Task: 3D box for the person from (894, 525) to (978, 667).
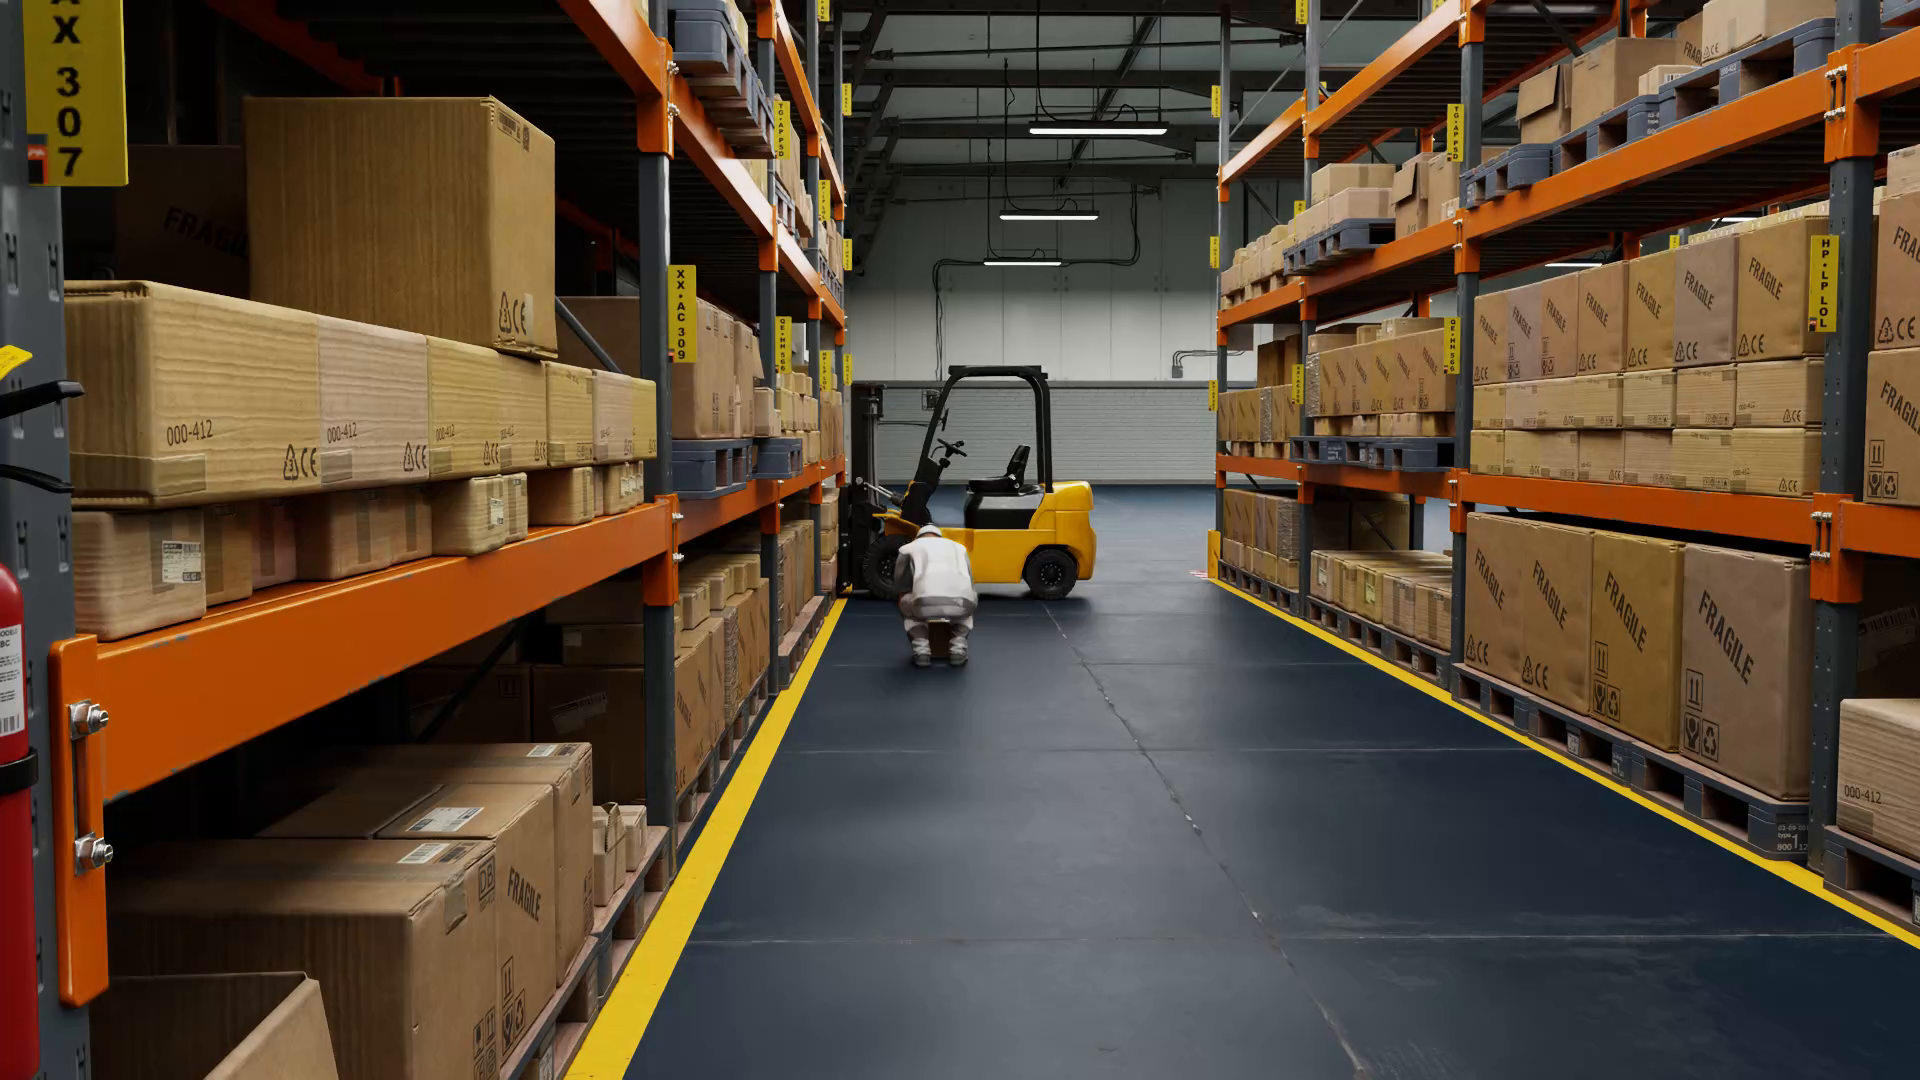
[{"bbox_3d":[-0.162,0.369,11.145,0.567,0.909,0.883,0,4,-1],"label":"person"}]
